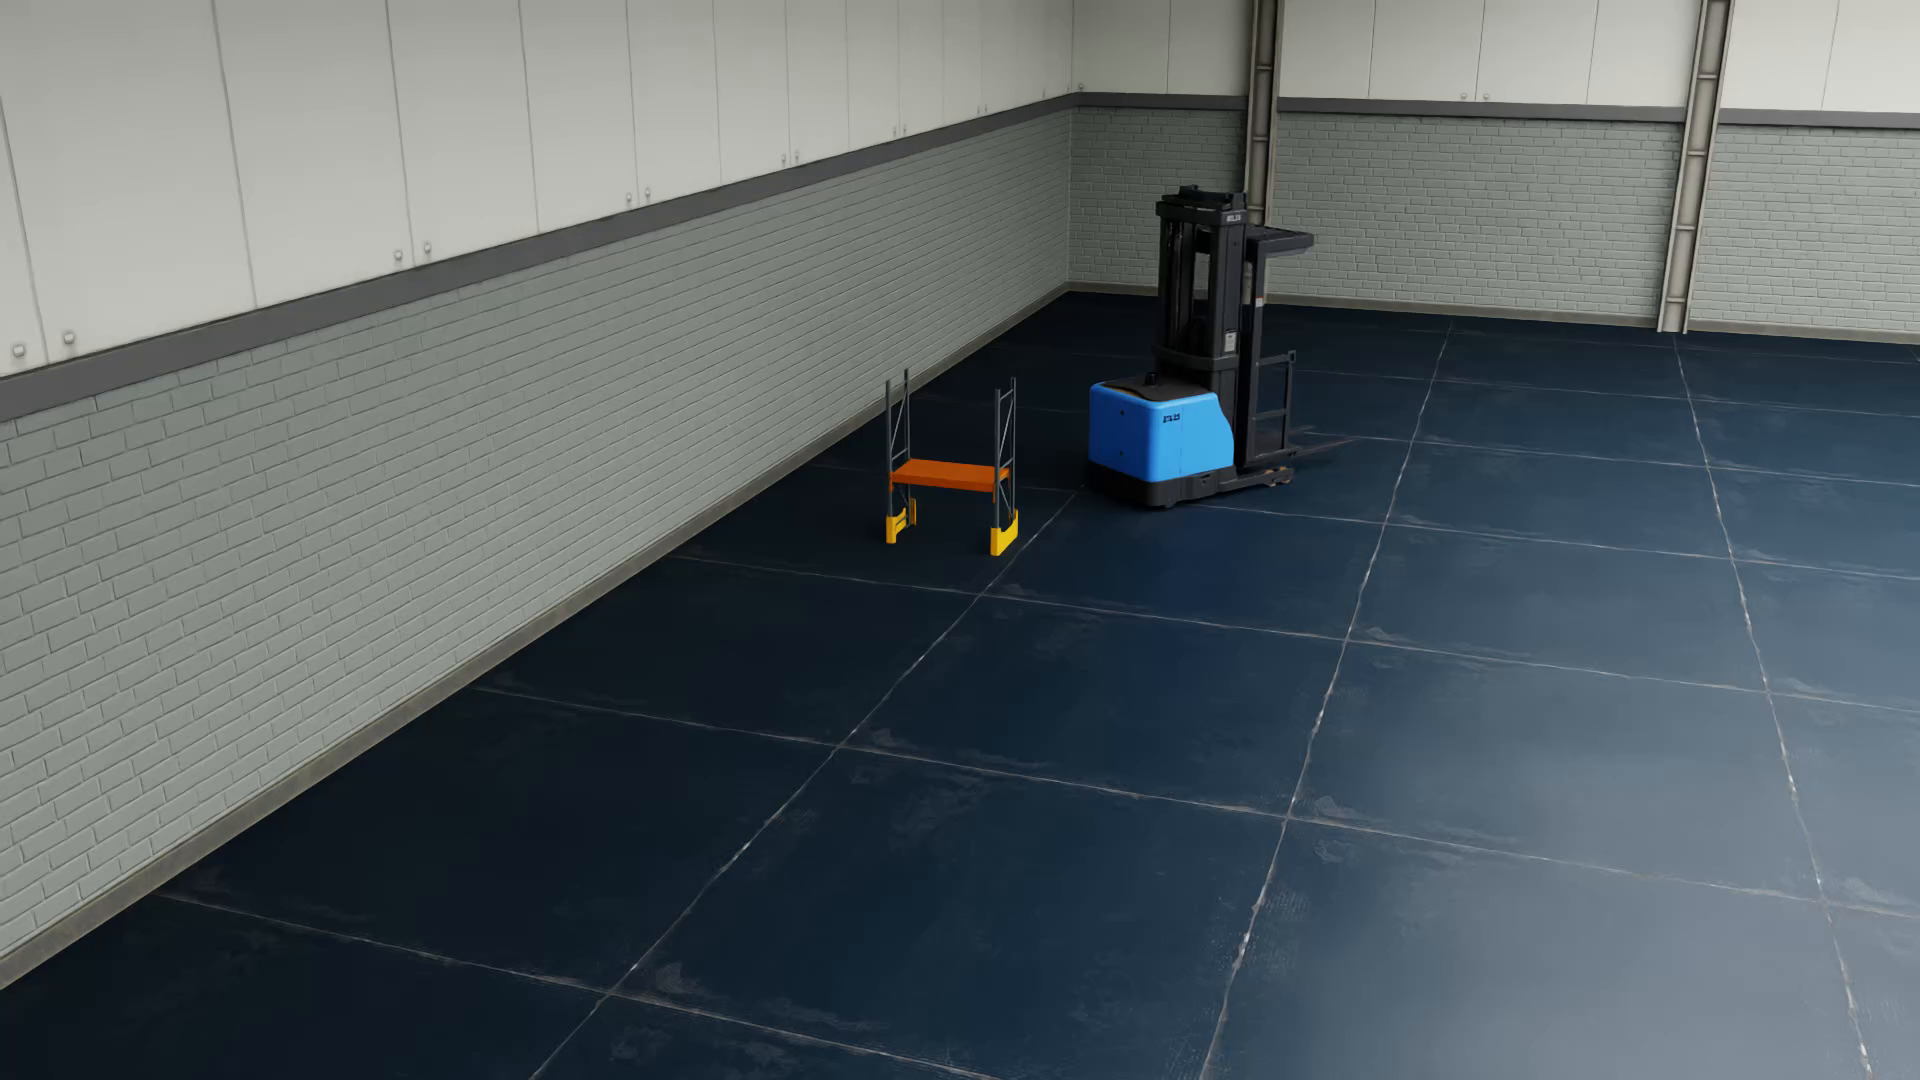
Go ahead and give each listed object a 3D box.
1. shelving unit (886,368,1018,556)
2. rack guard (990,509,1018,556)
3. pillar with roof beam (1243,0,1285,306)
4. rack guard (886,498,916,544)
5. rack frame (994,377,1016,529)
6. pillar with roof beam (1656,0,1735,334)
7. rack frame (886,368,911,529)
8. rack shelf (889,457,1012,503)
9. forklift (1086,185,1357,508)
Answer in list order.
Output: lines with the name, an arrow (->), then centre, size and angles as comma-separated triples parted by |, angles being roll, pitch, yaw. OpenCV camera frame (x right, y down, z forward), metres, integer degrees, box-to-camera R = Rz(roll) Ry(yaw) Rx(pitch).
shelving unit -> -0.072, -0.716, 14.967 | 1.083, 1.500, 0.587 | 7, 20, 18
rack guard -> 0.398, -0.072, 15.019 | 0.087, 0.250, 0.587 | 7, 20, 18
pillar with roof beam -> 3.087, -6.551, 20.313 | 0.400, 9.000, 9.100 | 7, 20, 18
rack guard -> -0.542, -0.180, 15.327 | 0.087, 0.250, 0.587 | 7, 20, 18
rack frame -> 0.400, -0.663, 14.813 | 0.032, 1.500, 0.500 | 7, 20, 18
pillar with roof beam -> 8.755, -5.903, 18.454 | 0.400, 9.000, 9.100 | 7, 20, 18
rack frame -> -0.561, -0.772, 15.128 | 0.032, 1.500, 0.500 | 7, 20, 18
rack shelf -> -0.081, -0.548, 15.029 | 1.000, 0.185, 0.538 | 7, 20, 18
forklift -> 2.765, -2.048, 16.612 | 3.031, 2.935, 1.130 | -13, 23, -32
